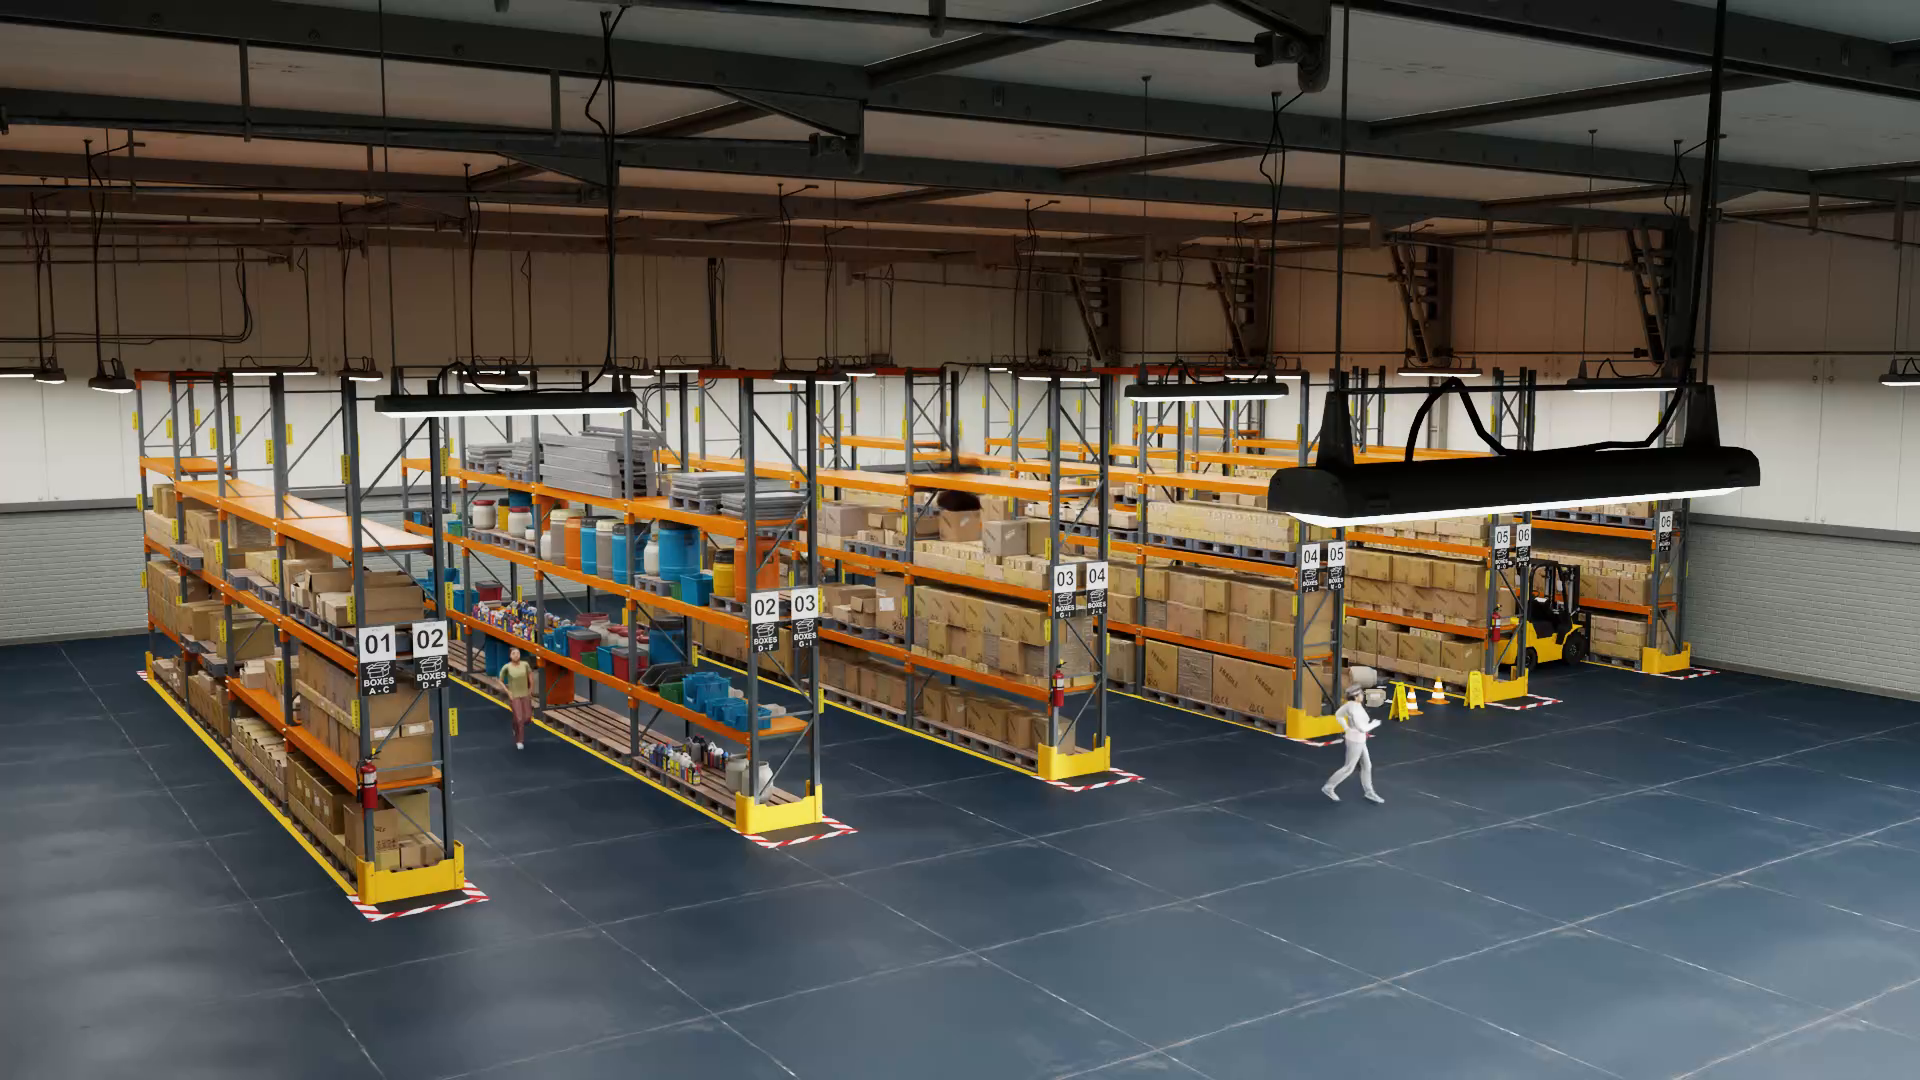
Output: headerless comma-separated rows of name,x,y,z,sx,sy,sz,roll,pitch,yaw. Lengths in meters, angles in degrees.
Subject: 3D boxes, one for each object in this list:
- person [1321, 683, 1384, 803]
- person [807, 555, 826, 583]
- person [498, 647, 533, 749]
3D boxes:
person,5.520,2.850,23.285,0.892,1.707,0.599,1,6,6
person,-3.358,1.129,38.248,0.702,1.769,0.865,-3,7,-25
person,-7.115,2.523,26.731,0.580,1.622,0.547,-4,8,-31
